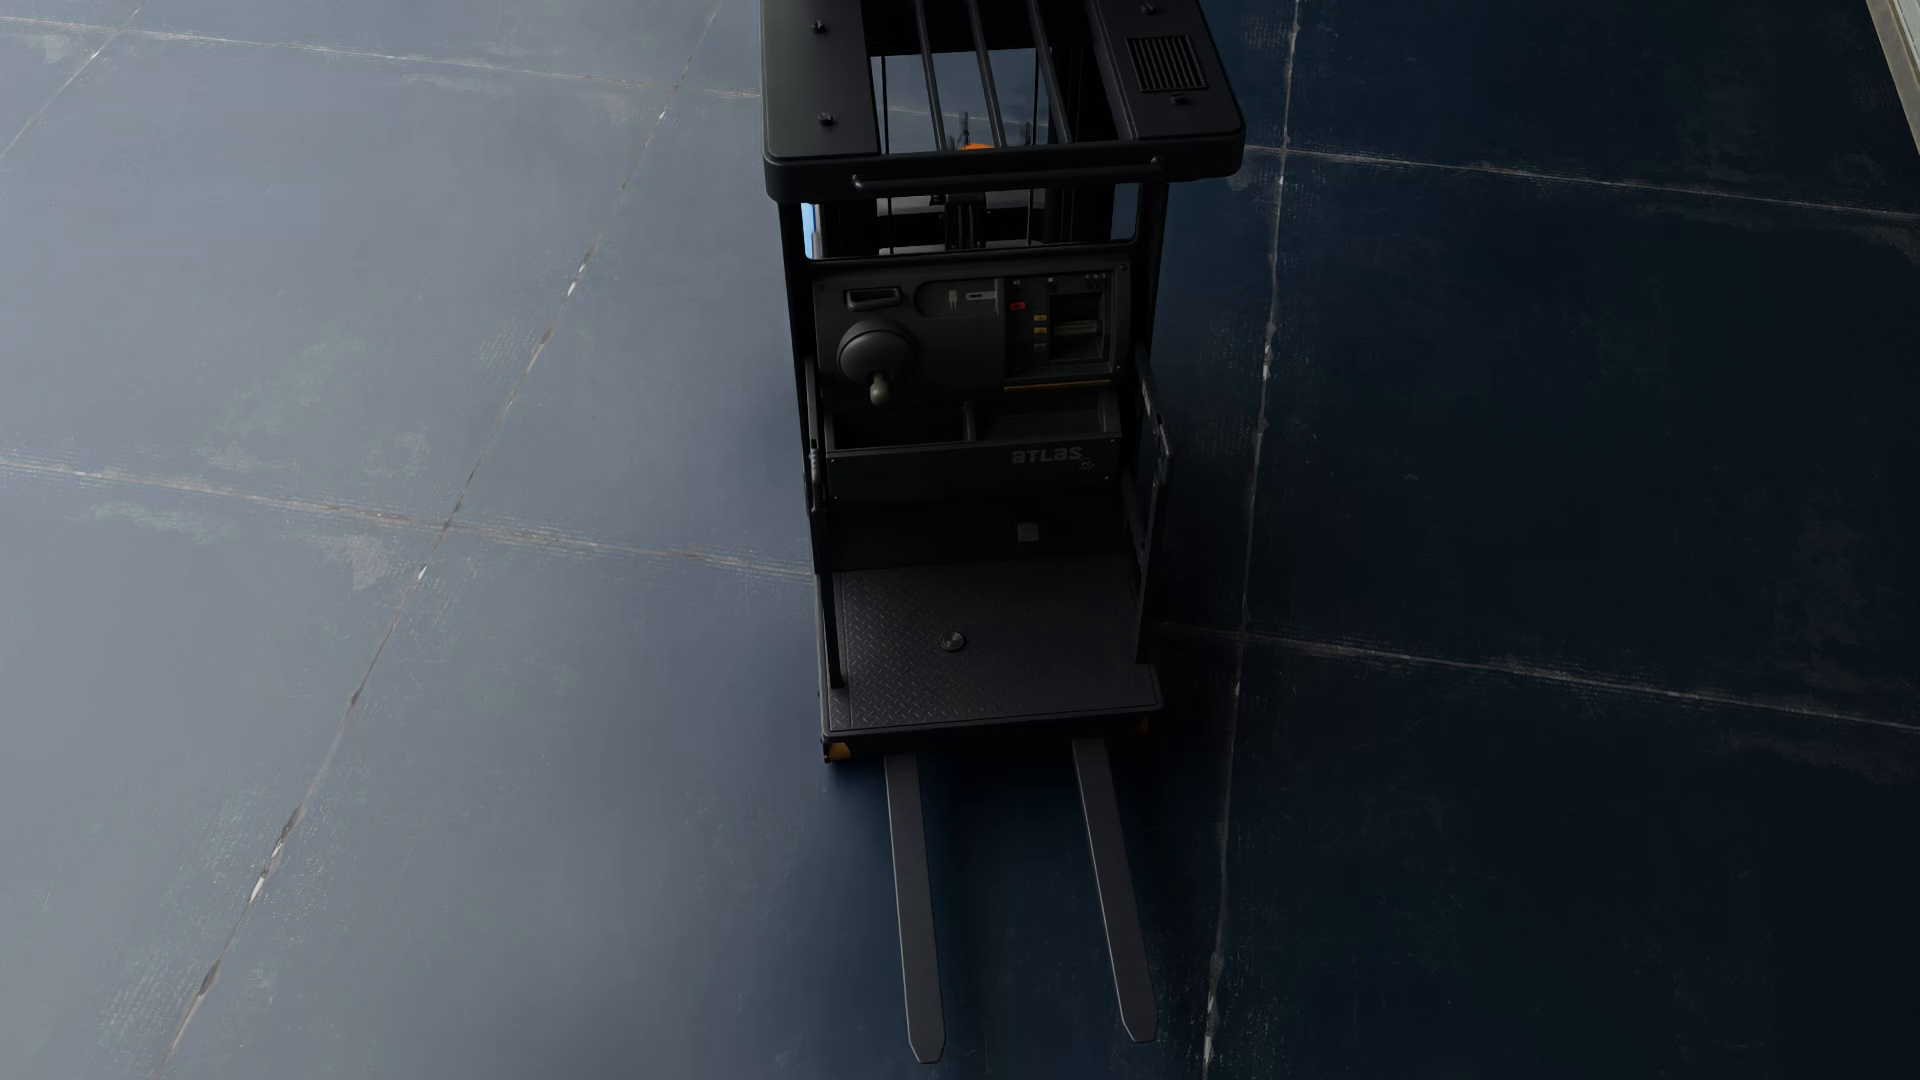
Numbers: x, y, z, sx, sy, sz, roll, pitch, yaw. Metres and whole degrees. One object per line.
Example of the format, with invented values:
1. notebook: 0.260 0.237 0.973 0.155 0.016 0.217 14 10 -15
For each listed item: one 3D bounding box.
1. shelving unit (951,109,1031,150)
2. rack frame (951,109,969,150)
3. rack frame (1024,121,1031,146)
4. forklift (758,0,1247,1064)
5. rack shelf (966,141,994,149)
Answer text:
1. shelving unit: 0.110 -1.171 6.591 0.252 1.050 0.215 13 47 12
2. rack frame: -0.006 -1.199 6.615 0.008 1.050 0.200 13 47 12
3. rack frame: 0.226 -1.144 6.566 0.008 1.050 0.200 13 47 12
4. forklift: 0.064 -0.515 4.742 1.130 2.935 3.031 -4 48 -4
5. rack shelf: 0.114 -1.361 6.395 0.240 0.259 0.215 13 47 12
